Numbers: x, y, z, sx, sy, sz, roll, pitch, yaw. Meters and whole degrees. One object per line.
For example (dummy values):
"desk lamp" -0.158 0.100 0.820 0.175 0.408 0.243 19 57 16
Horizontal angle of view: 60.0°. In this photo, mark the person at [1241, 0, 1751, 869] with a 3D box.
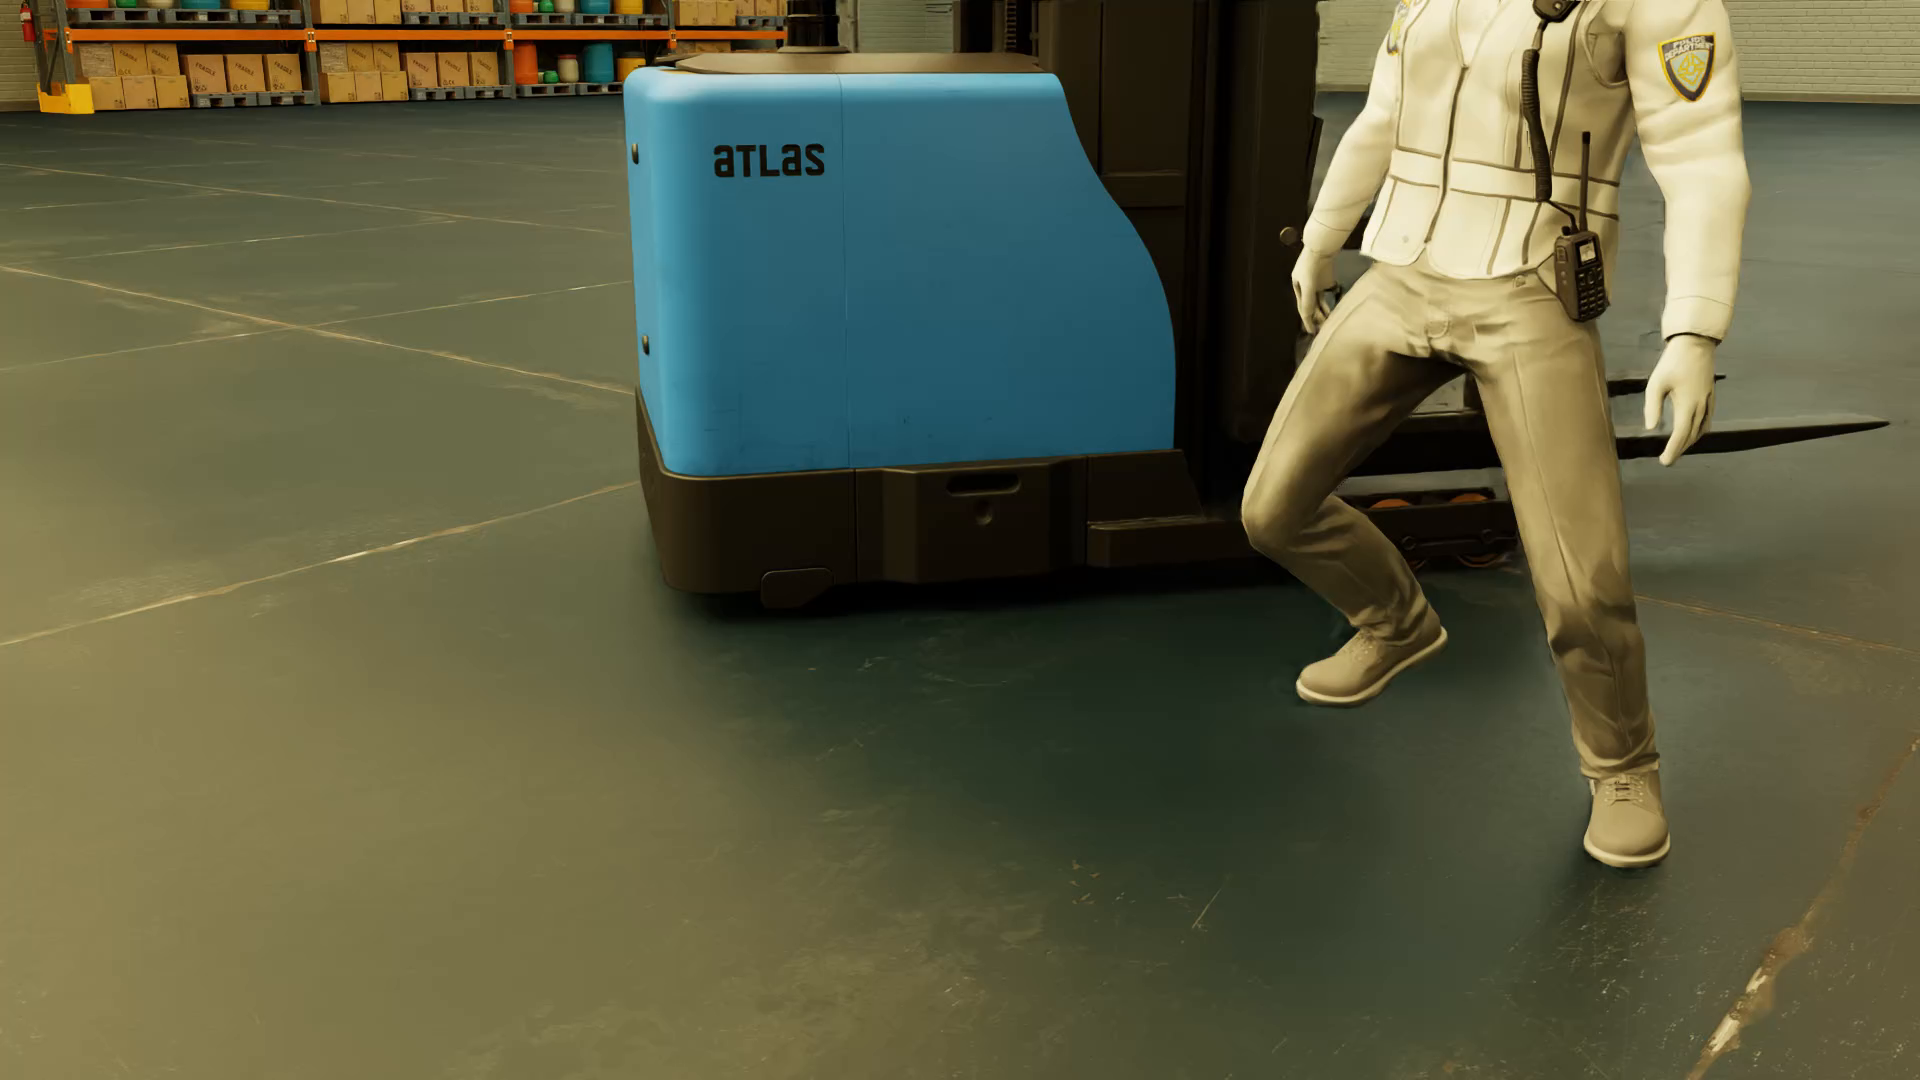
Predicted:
"person" 0.759 -0.356 2.437 0.472 1.581 0.828 -11 20 -33

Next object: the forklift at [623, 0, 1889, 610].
"forklift" 0.767 -1.471 3.742 3.031 2.935 1.130 -4 17 -13
